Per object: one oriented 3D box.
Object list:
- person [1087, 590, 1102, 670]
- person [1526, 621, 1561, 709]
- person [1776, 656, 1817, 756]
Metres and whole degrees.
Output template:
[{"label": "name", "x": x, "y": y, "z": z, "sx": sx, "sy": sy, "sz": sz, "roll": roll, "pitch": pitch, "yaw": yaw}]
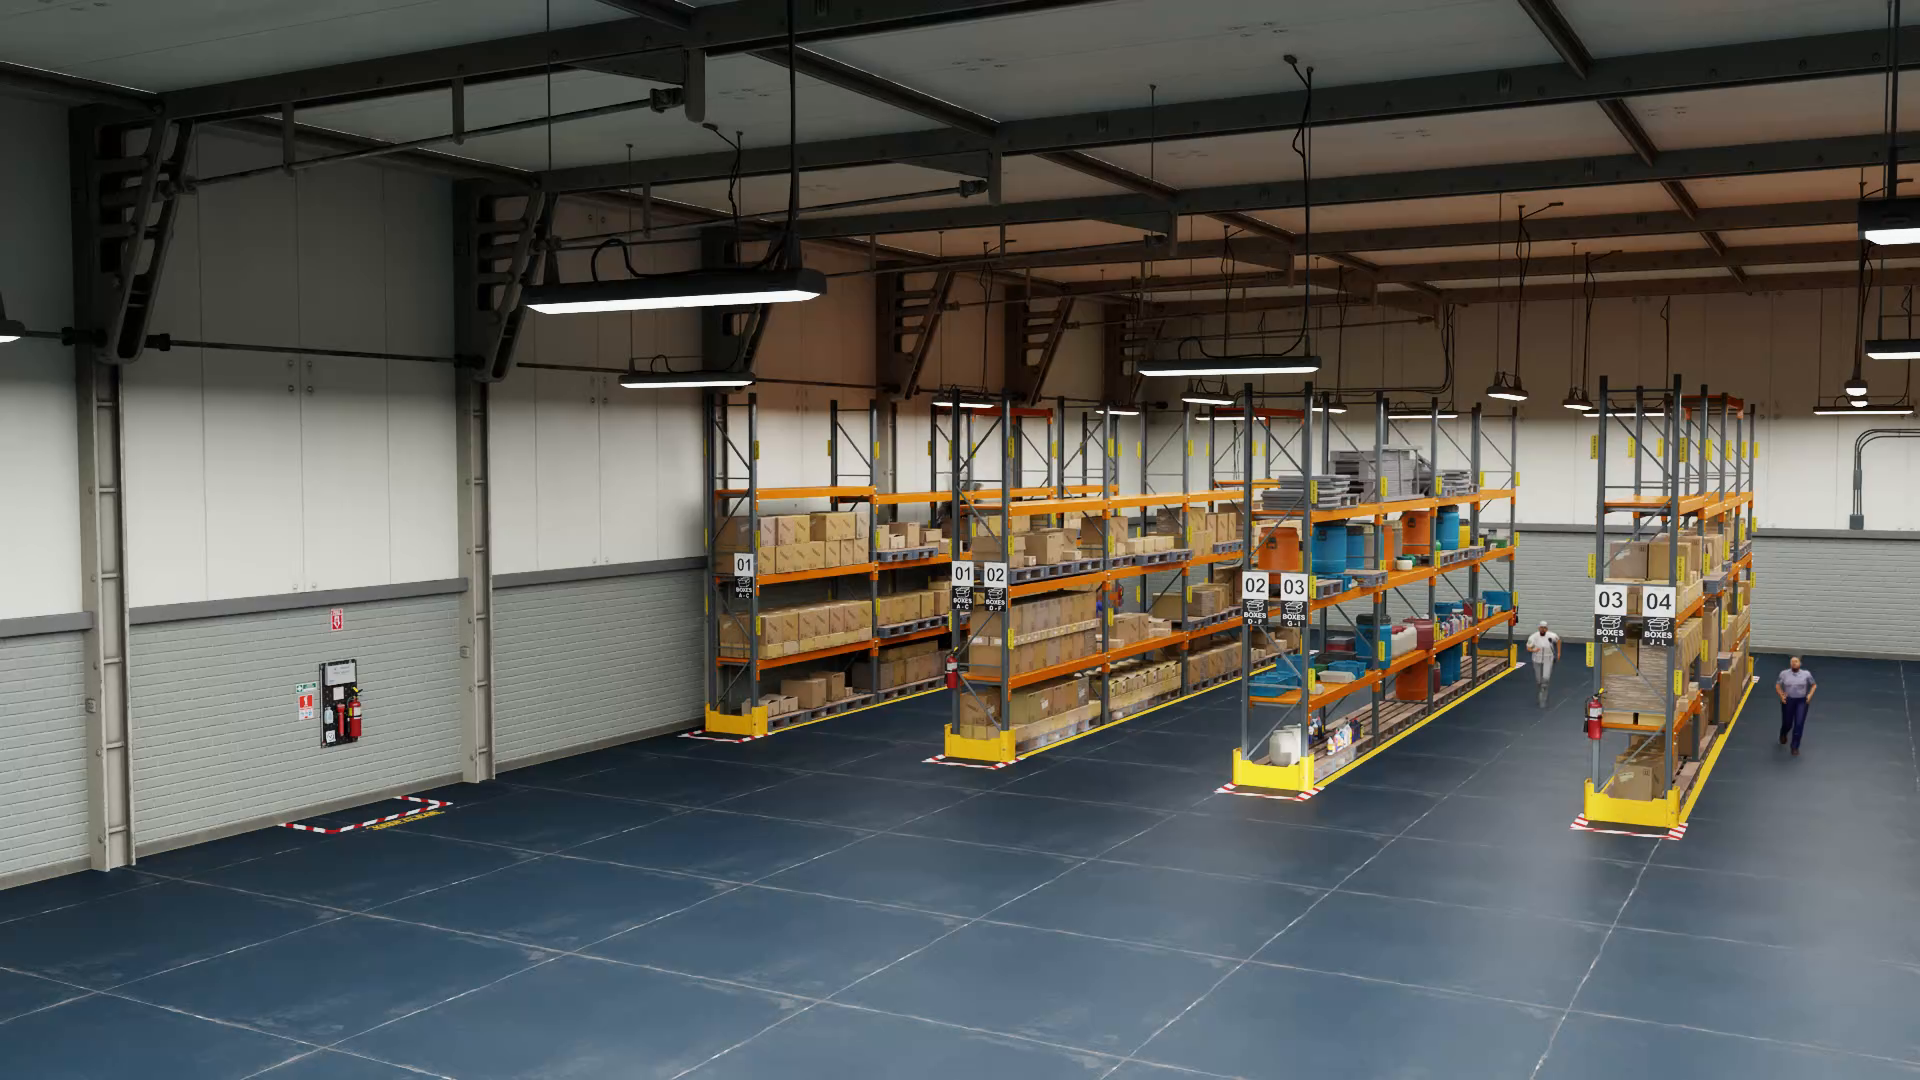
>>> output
[{"label": "person", "x": 2.838, "y": 1.955, "z": 36.439, "sx": 0.559, "sy": 1.732, "sz": 0.734, "roll": 1, "pitch": 3, "yaw": 26}, {"label": "person", "x": 11.424, "y": 2.426, "z": 32.583, "sx": 0.627, "sy": 1.711, "sz": 0.882, "roll": 1, "pitch": 3, "yaw": 22}, {"label": "person", "x": 13.844, "y": 2.734, "z": 27.540, "sx": 0.609, "sy": 1.608, "sz": 0.667, "roll": 2, "pitch": 3, "yaw": 27}]
